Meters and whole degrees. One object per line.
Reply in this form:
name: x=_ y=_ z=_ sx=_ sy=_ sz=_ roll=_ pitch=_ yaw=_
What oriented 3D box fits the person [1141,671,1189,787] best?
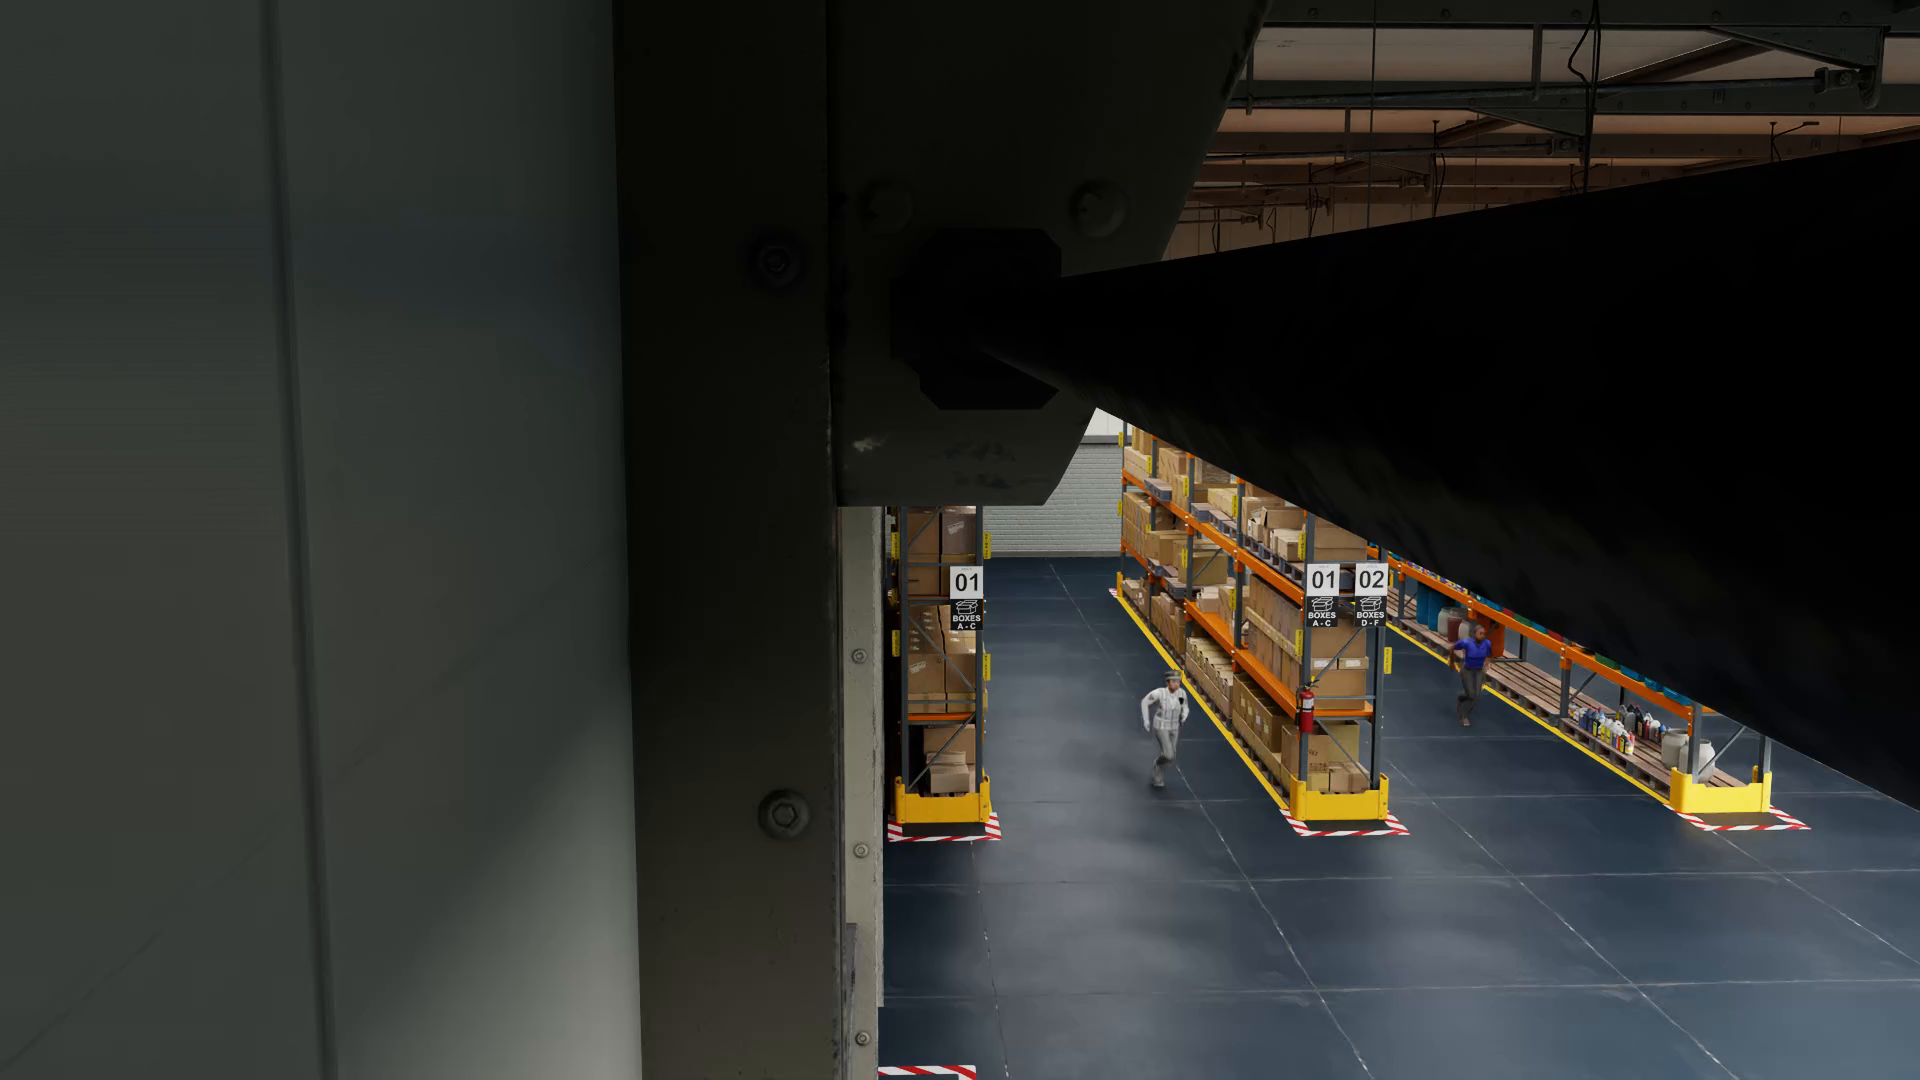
person: x=2.715 y=2.467 z=21.732 sx=0.573 sy=1.611 sz=0.690 roll=-4 pitch=9 yaw=-25

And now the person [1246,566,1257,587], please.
person: x=6.098 y=0.646 z=34.659 sx=0.613 sy=1.652 sz=0.659 roll=-1 pitch=8 yaw=-10

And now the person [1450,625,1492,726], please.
person: x=7.745 y=2.046 z=25.113 sx=0.562 sy=1.581 sz=0.673 roll=-1 pitch=8 yaw=-10
